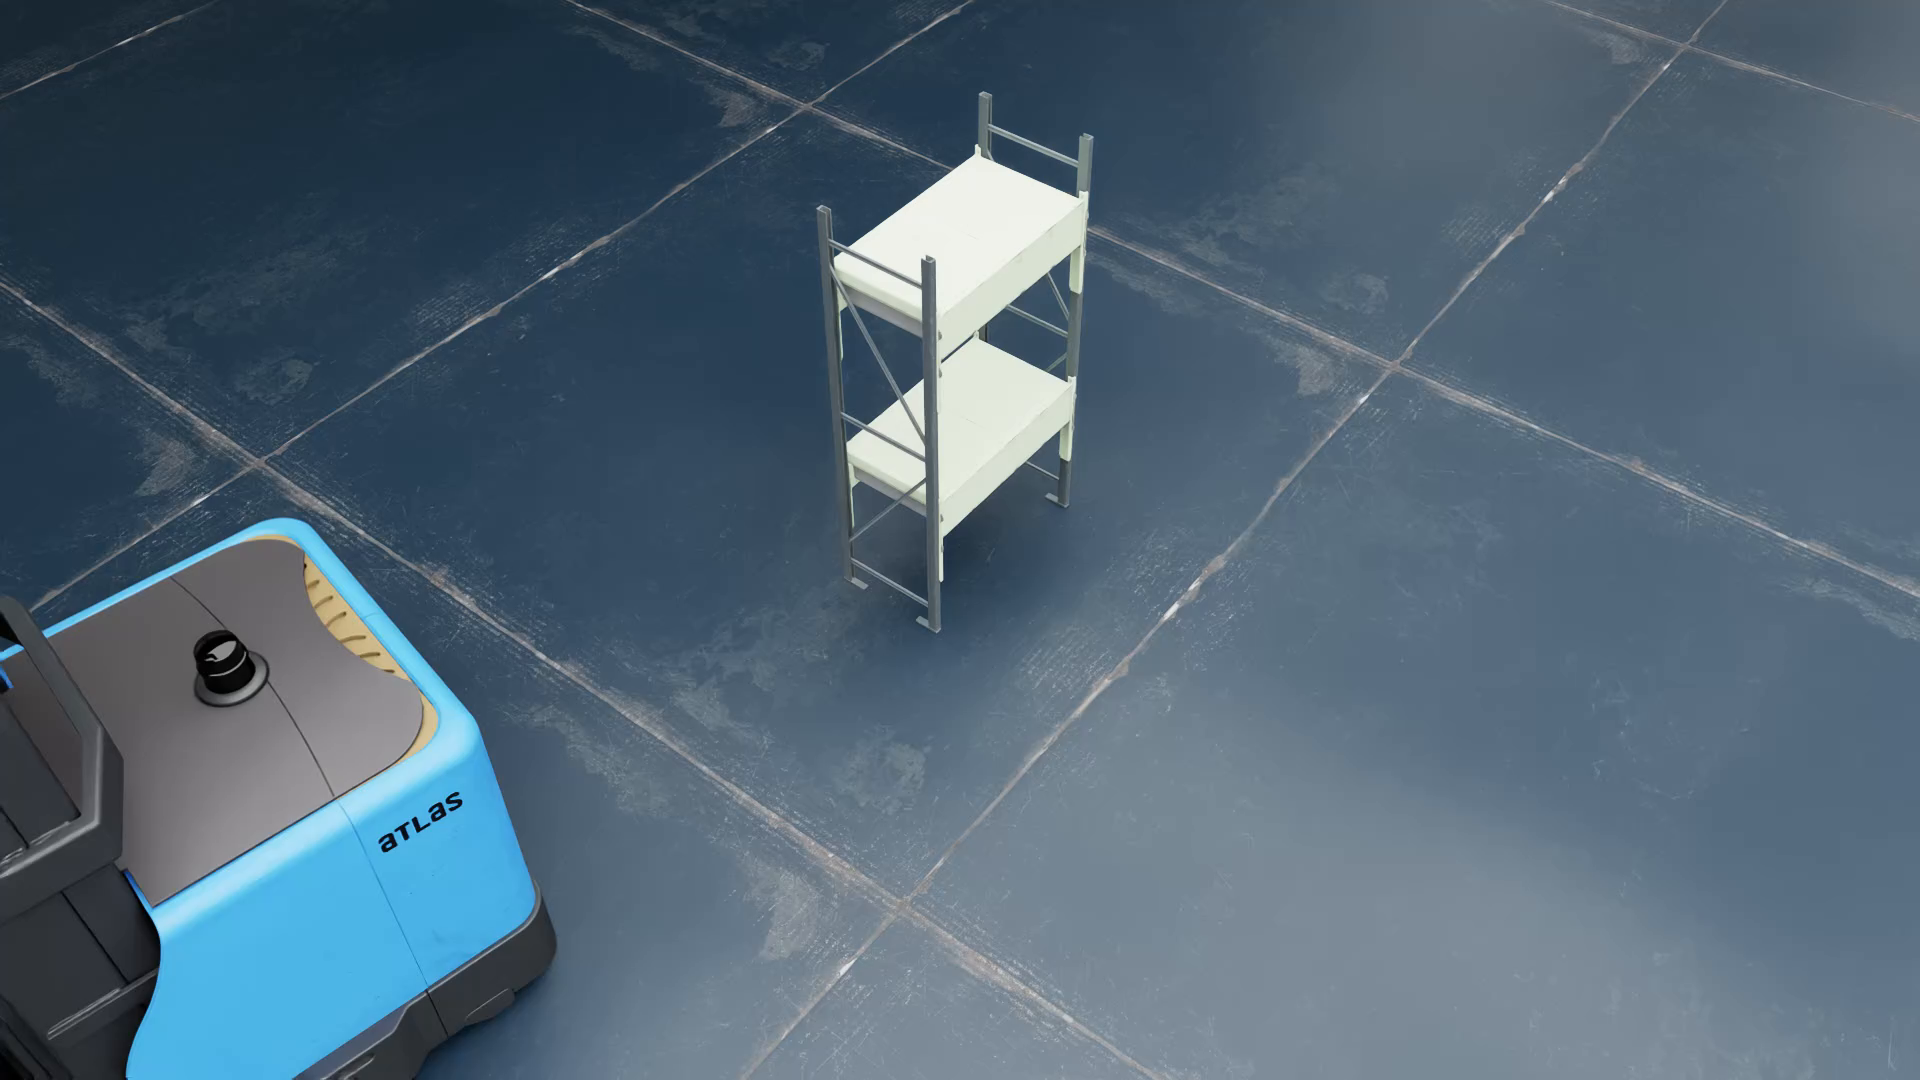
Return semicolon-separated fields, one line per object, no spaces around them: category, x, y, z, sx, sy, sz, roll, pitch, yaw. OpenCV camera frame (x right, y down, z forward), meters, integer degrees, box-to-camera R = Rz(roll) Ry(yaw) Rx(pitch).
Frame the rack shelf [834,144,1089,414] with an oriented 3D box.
rack shelf;-0.004;-0.784;4.922;0.431;0.370;0.720;29;53;25

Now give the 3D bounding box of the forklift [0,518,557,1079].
forklift;-2.550;0.611;3.139;3.031;2.935;1.130;-32;54;-27

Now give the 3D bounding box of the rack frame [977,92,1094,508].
rack frame;0.220;-0.724;5.404;0.400;1.500;0.023;29;53;25

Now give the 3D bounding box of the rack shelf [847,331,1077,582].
rack shelf;-0.004;-0.289;5.440;0.431;0.370;0.720;29;53;25

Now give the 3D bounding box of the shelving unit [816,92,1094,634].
shelving unit;-0.004;-0.514;5.204;0.431;1.500;0.755;29;53;25

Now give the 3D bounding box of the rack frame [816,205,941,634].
rack frame;-0.228;-0.305;5.004;0.400;1.500;0.023;29;53;25
